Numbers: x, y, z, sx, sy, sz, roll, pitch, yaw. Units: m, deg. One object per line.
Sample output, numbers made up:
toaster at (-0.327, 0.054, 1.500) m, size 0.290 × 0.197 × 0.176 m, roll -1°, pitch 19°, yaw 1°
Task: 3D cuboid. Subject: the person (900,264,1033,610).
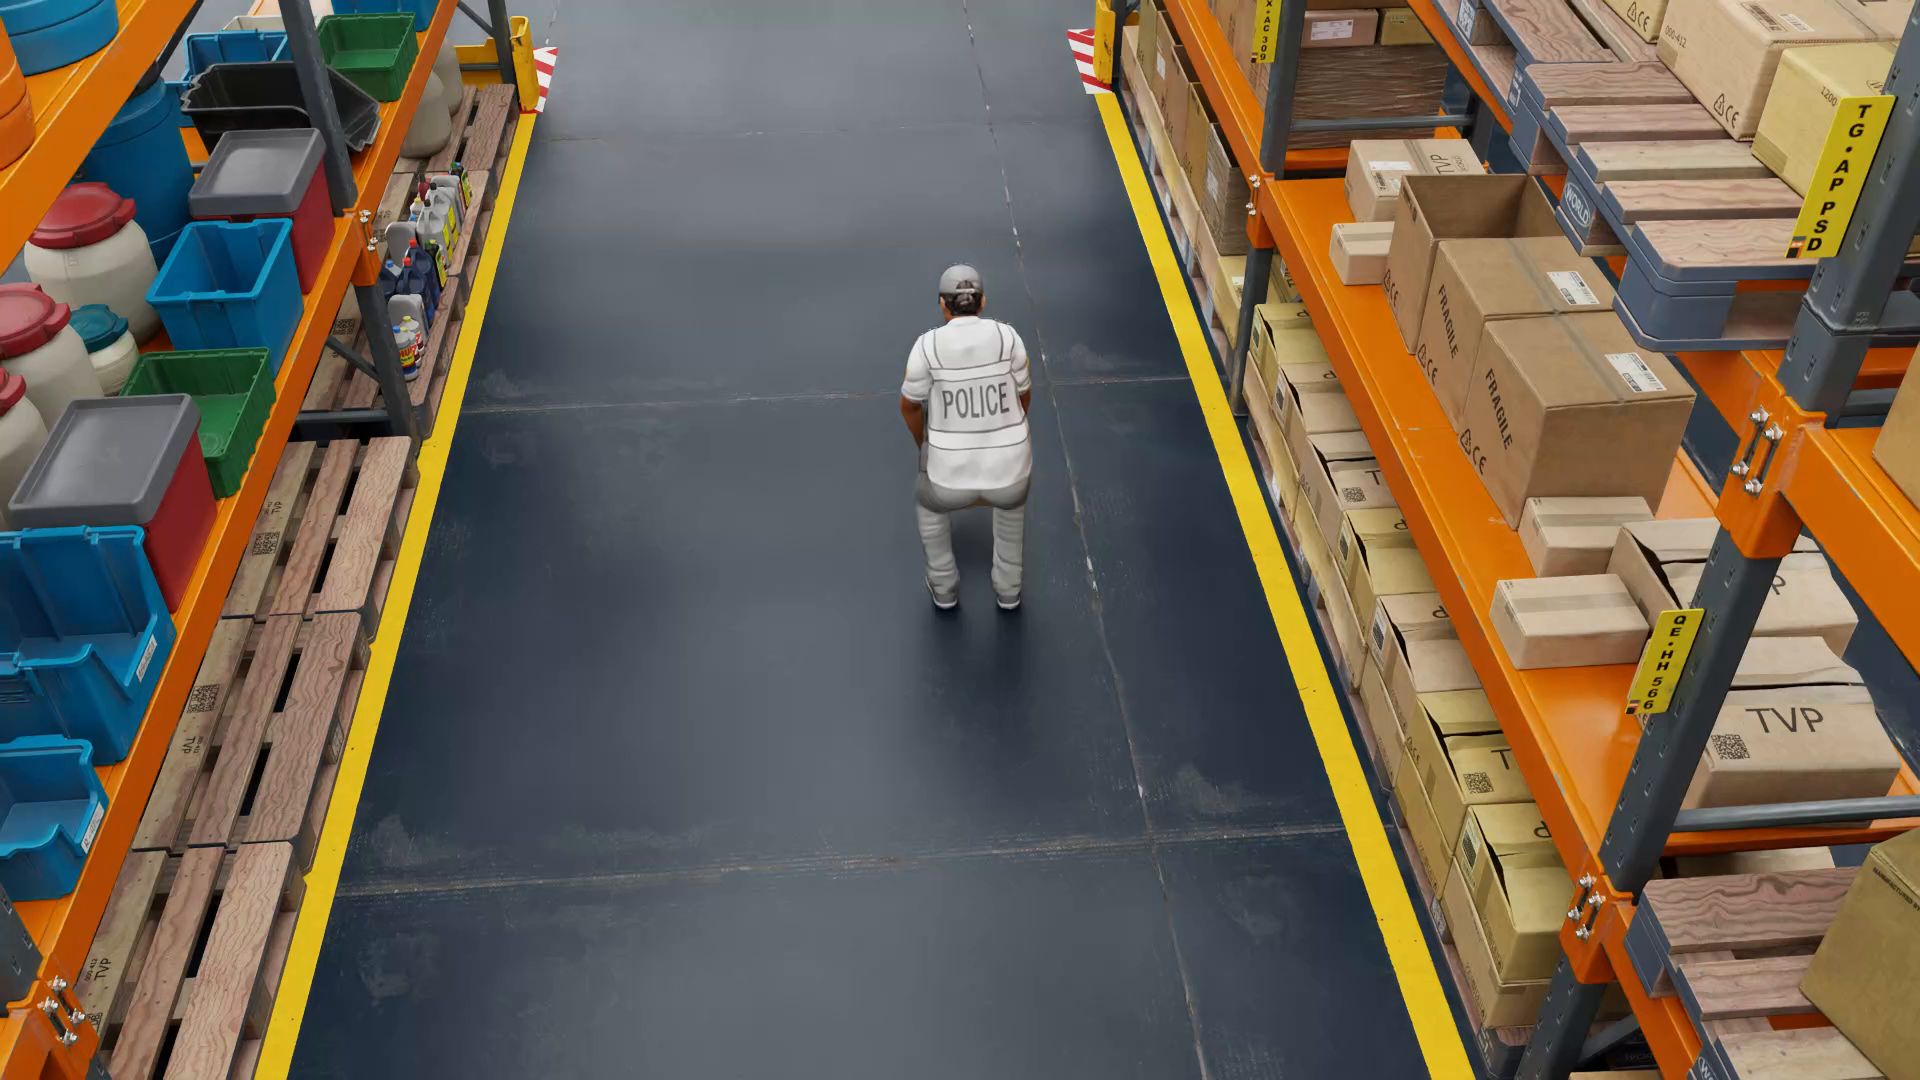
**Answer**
person at (0.025, -0.359, 6.748) m, size 0.528 × 1.480 × 0.652 m, roll -3°, pitch 39°, yaw -3°
